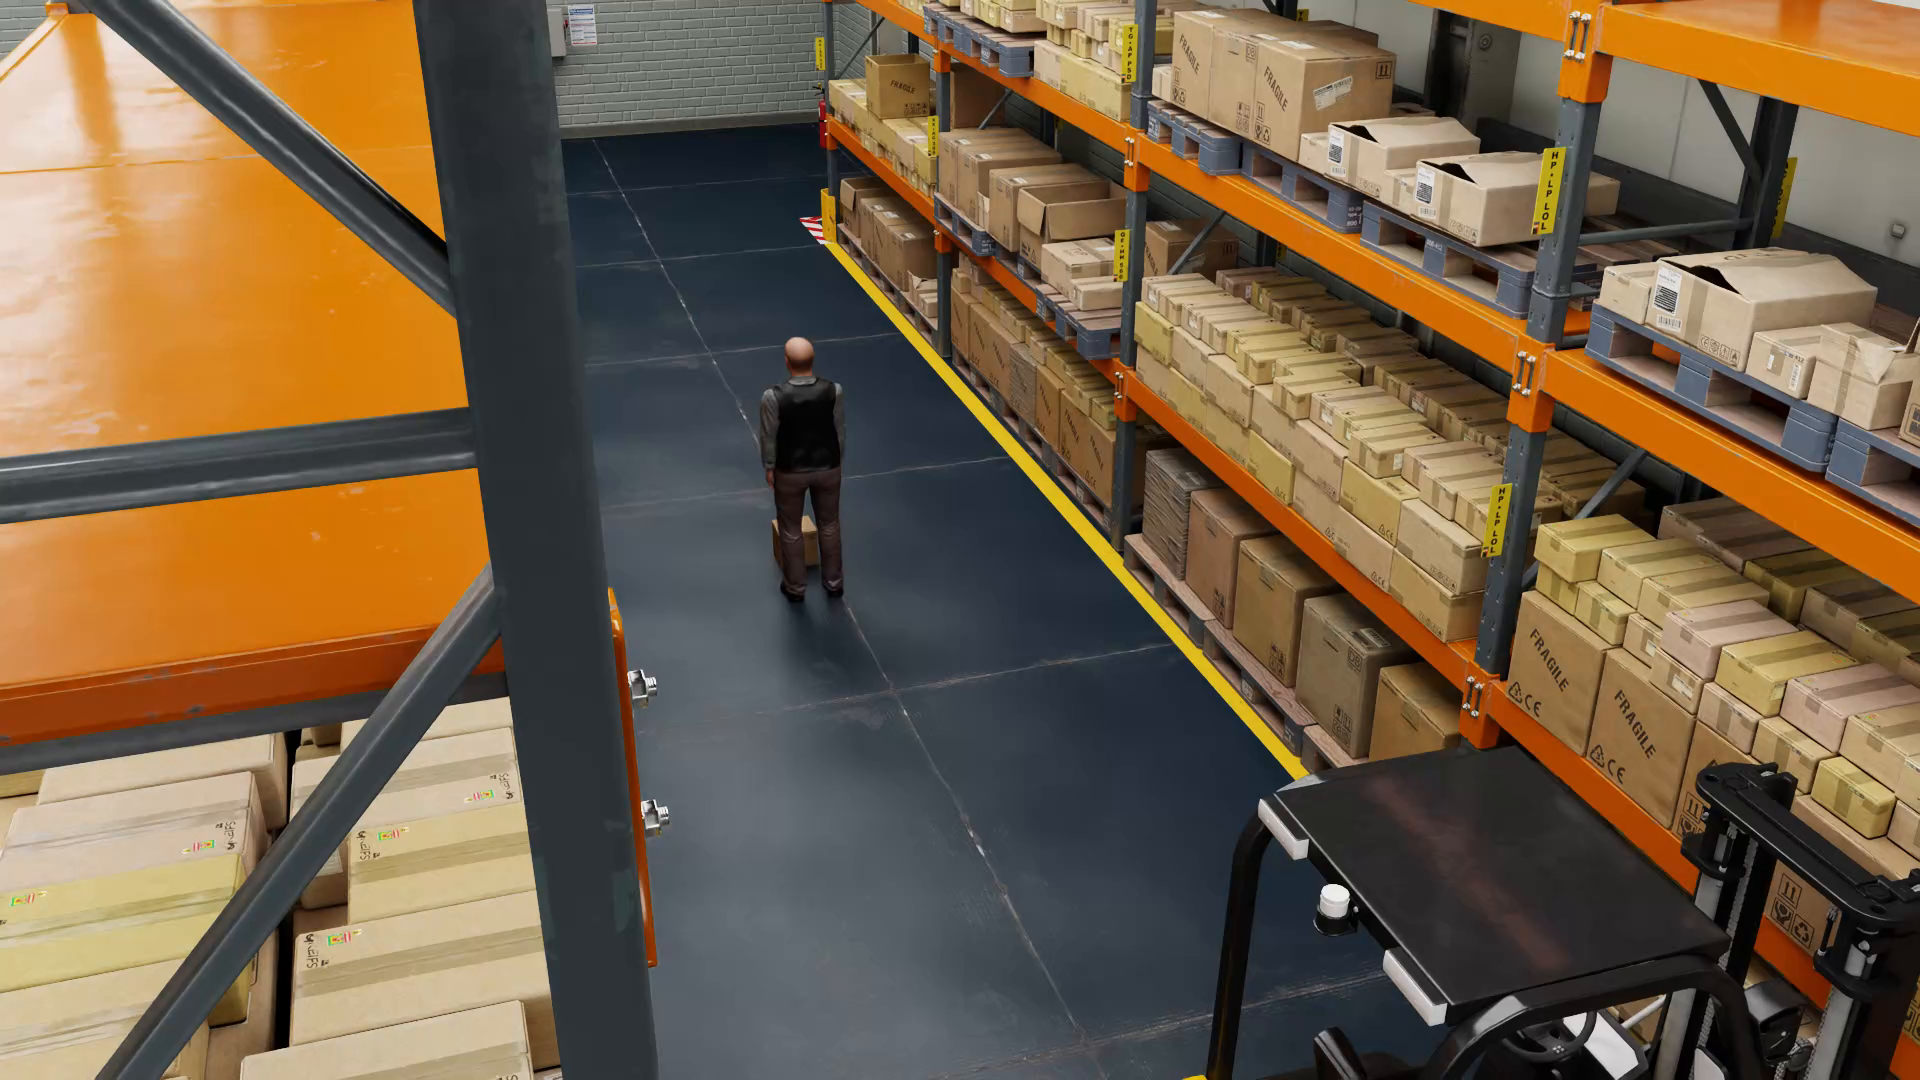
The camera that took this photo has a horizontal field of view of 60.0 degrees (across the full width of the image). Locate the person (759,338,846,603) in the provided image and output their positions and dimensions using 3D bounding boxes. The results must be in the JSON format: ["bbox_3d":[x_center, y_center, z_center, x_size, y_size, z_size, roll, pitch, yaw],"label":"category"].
[{"bbox_3d":[-0.967,-0.433,10.285,0.533,1.715,0.359,-8,27,-15],"label":"person"}]
